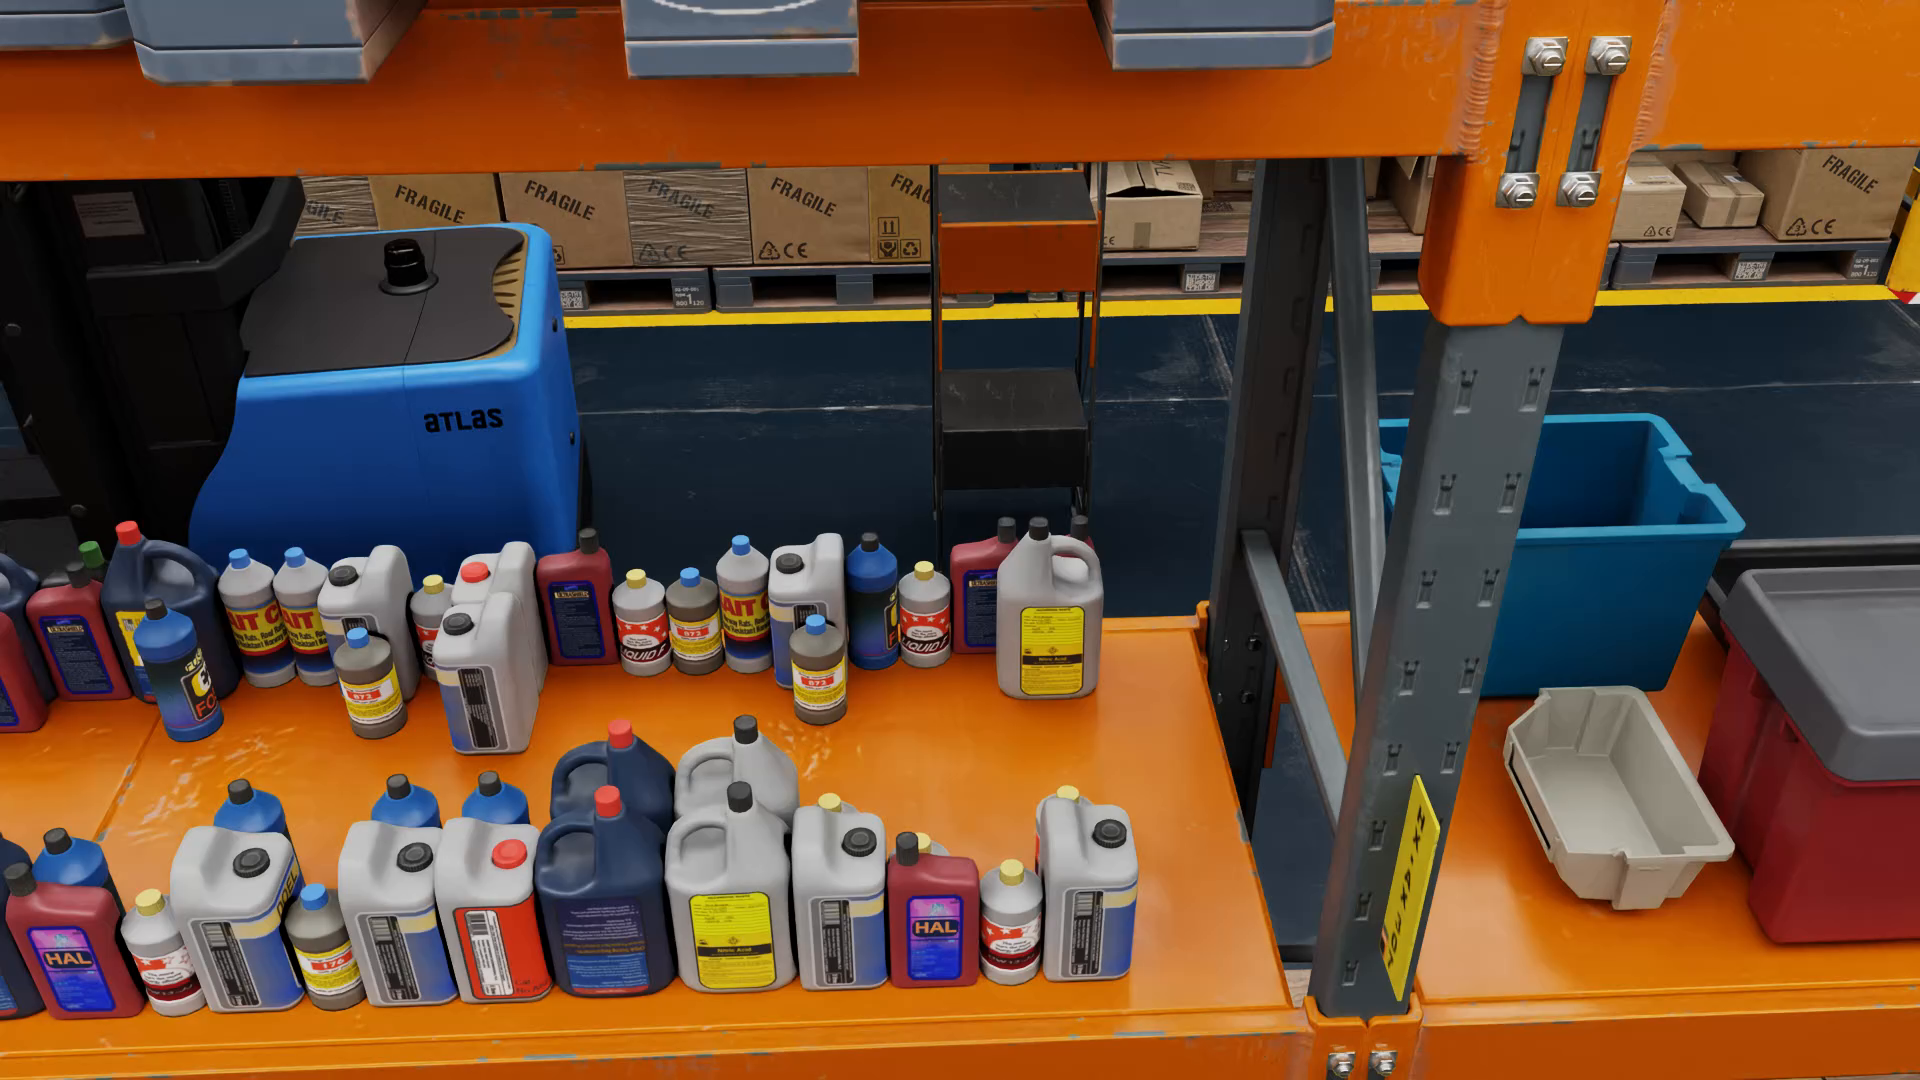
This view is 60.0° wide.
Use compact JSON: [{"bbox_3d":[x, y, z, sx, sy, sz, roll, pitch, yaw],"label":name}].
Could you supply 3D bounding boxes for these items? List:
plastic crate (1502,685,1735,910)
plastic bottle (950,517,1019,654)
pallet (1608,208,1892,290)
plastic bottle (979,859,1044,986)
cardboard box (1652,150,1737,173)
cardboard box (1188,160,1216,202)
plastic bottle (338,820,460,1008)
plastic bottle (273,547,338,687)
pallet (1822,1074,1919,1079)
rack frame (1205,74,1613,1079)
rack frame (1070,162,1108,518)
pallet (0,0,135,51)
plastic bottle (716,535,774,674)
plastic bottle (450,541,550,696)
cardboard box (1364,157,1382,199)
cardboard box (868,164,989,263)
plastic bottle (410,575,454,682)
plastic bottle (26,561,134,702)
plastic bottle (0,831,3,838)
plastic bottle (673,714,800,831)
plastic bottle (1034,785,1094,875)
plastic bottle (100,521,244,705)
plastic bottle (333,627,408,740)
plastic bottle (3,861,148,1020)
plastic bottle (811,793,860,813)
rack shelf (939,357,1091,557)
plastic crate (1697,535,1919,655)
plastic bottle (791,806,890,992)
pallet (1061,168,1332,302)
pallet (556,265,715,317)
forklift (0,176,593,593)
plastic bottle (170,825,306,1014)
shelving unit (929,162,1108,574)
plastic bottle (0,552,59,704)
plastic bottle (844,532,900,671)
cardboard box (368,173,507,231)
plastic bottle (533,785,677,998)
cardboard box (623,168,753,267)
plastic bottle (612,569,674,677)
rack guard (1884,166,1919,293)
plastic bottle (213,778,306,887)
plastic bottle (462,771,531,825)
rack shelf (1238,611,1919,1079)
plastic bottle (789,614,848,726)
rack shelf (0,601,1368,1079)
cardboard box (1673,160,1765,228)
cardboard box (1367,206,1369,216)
[{"bbox_3d":[1.040,0.418,2.690,0.243,0.136,0.396,-2,35,-2],"label":"plastic crate"},{"bbox_3d":[0.049,0.084,3.095,0.133,0.283,0.061,-2,35,-2],"label":"plastic bottle"},{"bbox_3d":[3.461,-1.487,7.714,1.213,0.211,1.003,-2,35,-2],"label":"pallet"},{"bbox_3d":[0.076,0.560,2.480,0.097,0.201,0.097,0,35,0],"label":"plastic bottle"},{"bbox_3d":[3.277,-1.842,7.805,0.500,0.250,0.500,-2,35,-2],"label":"cardboard box"},{"bbox_3d":[0.893,-1.880,7.641,0.500,0.500,0.500,-2,35,-2],"label":"cardboard box"},{"bbox_3d":[-0.813,0.538,2.446,0.135,0.276,0.152,-2,35,-2],"label":"plastic bottle"},{"bbox_3d":[-1.186,0.133,3.035,0.097,0.271,0.097,0,35,0],"label":"plastic bottle"},{"bbox_3d":[2.523,1.335,3.635,1.213,0.211,1.003,-2,35,-2],"label":"pallet"},{"bbox_3d":[0.568,0.265,2.731,0.127,3.000,1.000,-2,35,-2],"label":"rack frame"},{"bbox_3d":[0.409,-0.874,5.168,0.015,2.100,0.400,-2,35,-2],"label":"rack frame"},{"bbox_3d":[-1.343,-0.782,1.774,1.213,0.211,1.003,-2,35,-2],"label":"pallet"},{"bbox_3d":[-0.395,0.111,3.066,0.097,0.271,0.097,0,35,0],"label":"plastic bottle"},{"bbox_3d":[-0.837,0.137,3.025,0.135,0.276,0.152,-2,35,-2],"label":"plastic bottle"},{"bbox_3d":[1.643,-1.823,7.724,0.500,0.311,0.500,-2,35,-2],"label":"cardboard box"},{"bbox_3d":[-0.142,-1.527,7.131,0.500,0.500,0.500,-2,35,-2],"label":"cardboard box"},{"bbox_3d":[-0.954,0.155,3.064,0.097,0.201,0.097,0,35,0],"label":"plastic bottle"},{"bbox_3d":[-1.581,0.163,2.981,0.133,0.283,0.061,-2,35,-2],"label":"plastic bottle"},{"bbox_3d":[-1.576,0.443,2.517,0.185,0.351,0.144,-2,35,-2],"label":"plastic bottle"},{"bbox_3d":[-0.341,0.414,2.559,0.185,0.351,0.144,-2,35,-2],"label":"plastic bottle"},{"bbox_3d":[0.166,0.471,2.608,0.097,0.201,0.097,0,35,0],"label":"plastic bottle"},{"bbox_3d":[-1.423,0.120,2.984,0.185,0.351,0.144,-2,35,-2],"label":"plastic bottle"},{"bbox_3d":[-1.044,0.244,2.936,0.097,0.201,0.097,0,35,0],"label":"plastic bottle"},{"bbox_3d":[-1.274,0.573,2.389,0.133,0.283,0.061,-2,35,-2],"label":"plastic bottle"},{"bbox_3d":[-0.199,0.481,2.594,0.097,0.201,0.097,0,35,0],"label":"plastic bottle"},{"bbox_3d":[0.165,-0.281,5.565,0.480,0.518,0.431,-2,35,-2],"label":"rack shelf"},{"bbox_3d":[1.674,0.171,3.056,0.590,0.125,0.437,-2,35,-2],"label":"plastic crate"},{"bbox_3d":[-0.175,0.520,2.471,0.135,0.276,0.152,-2,35,-2],"label":"plastic bottle"},{"bbox_3d":[1.024,-1.422,7.619,1.213,0.211,1.003,-2,35,-2],"label":"pallet"},{"bbox_3d":[-1.695,-1.326,7.480,1.213,0.211,1.003,-2,35,-2],"label":"pallet"},{"bbox_3d":[-2.726,-0.950,4.548,3.031,2.935,1.130,-5,35,-8],"label":"forklift"},{"bbox_3d":[-1.045,0.544,2.437,0.135,0.276,0.152,-2,35,-2],"label":"plastic bottle"},{"bbox_3d":[0.165,-0.868,5.159,0.503,2.100,0.431,-2,35,-2],"label":"shelving unit"},{"bbox_3d":[-1.741,0.128,2.972,0.185,0.351,0.144,-2,35,-2],"label":"plastic bottle"},{"bbox_3d":[-0.163,0.105,3.075,0.097,0.271,0.097,0,35,0],"label":"plastic bottle"},{"bbox_3d":[-2.166,-1.474,7.053,0.500,0.500,0.500,-2,35,-3],"label":"cardboard box"},{"bbox_3d":[-0.519,0.501,2.433,0.185,0.351,0.144,-2,35,-2],"label":"plastic bottle"},{"bbox_3d":[-1.137,-1.506,7.100,0.500,0.500,0.500,-1,35,-2],"label":"cardboard box"},{"bbox_3d":[-0.589,0.145,3.078,0.097,0.201,0.097,0,35,0],"label":"plastic bottle"},{"bbox_3d":[4.257,-1.628,7.664,0.348,0.500,1.175,-2,35,-2],"label":"rack guard"},{"bbox_3d":[-1.069,0.475,2.540,0.097,0.271,0.097,0,35,0],"label":"plastic bottle"},{"bbox_3d":[-0.703,0.466,2.555,0.097,0.271,0.097,0,35,0],"label":"plastic bottle"},{"bbox_3d":[2.566,0.507,3.013,4.000,0.370,1.077,-2,35,-2],"label":"rack shelf"},{"bbox_3d":[-0.253,0.223,2.966,0.097,0.201,0.097,0,35,0],"label":"plastic bottle"},{"bbox_3d":[-1.429,0.615,2.858,4.000,0.370,1.077,-2,35,-2],"label":"rack shelf"},{"bbox_3d":[3.393,-1.560,7.471,0.250,0.166,0.380,-2,35,-2],"label":"cardboard box"},{"bbox_3d":[1.631,-1.484,7.361,0.250,0.166,0.380,-2,35,-2],"label":"cardboard box"}]
